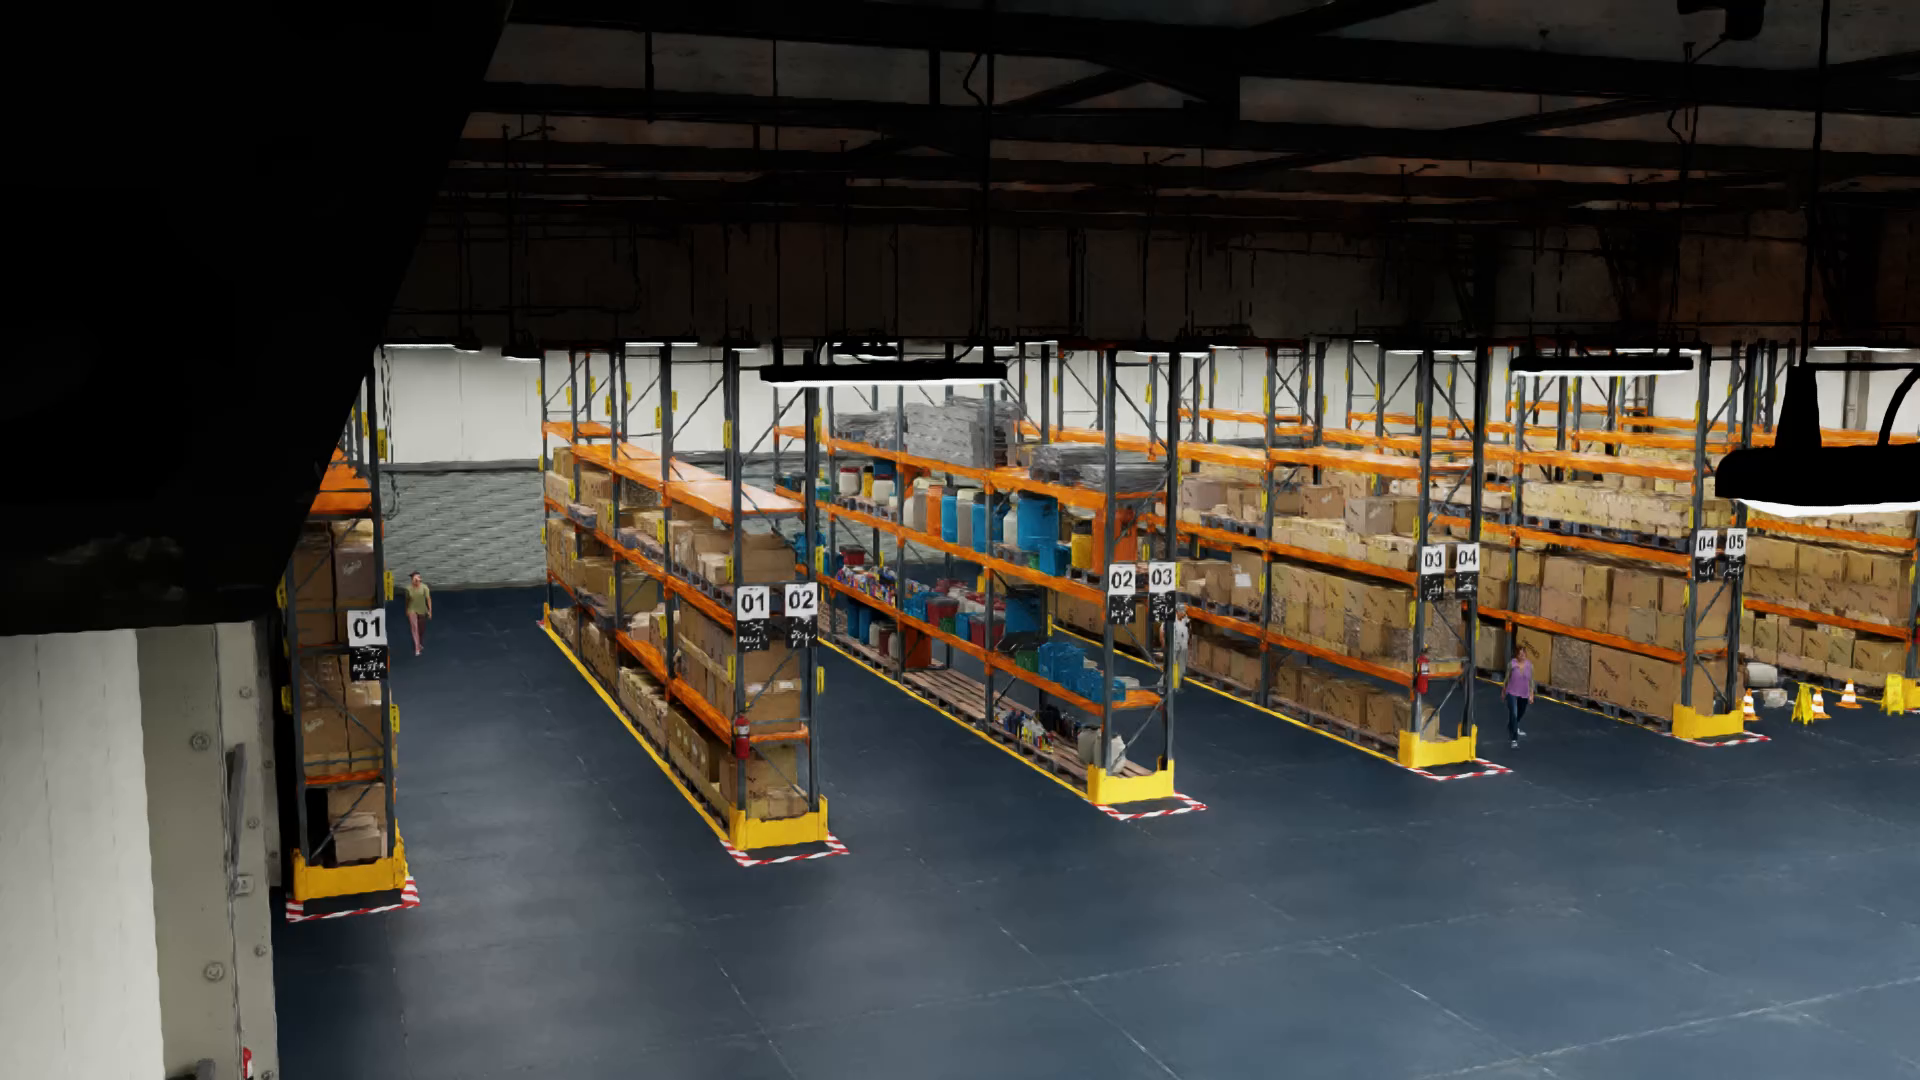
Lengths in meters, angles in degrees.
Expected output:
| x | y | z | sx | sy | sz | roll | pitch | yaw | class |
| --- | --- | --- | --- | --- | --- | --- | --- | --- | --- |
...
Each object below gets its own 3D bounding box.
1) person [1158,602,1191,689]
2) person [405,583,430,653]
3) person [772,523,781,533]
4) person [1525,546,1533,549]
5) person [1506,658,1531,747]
| x | y | z | sx | sy | sz | roll | pitch | yaw | class |
| --- | --- | --- | --- | --- | --- | --- | --- | --- | --- |
| 3.698 | 1.817 | 28.439 | 0.593 | 1.545 | 0.568 | -3 | 8 | -23 | person |
| -10.412 | 1.468 | 31.990 | 0.450 | 1.318 | 0.867 | -3 | 8 | -23 | person |
| -4.433 | -0.028 | 39.650 | 0.519 | 0.812 | 0.385 | -6 | 10 | -40 | person |
| 11.613 | 0.980 | 34.033 | 0.617 | 1.716 | 0.355 | 6 | 9 | 38 | person |
| 8.435 | 2.412 | 25.125 | 0.431 | 1.317 | 0.866 | 0 | 7 | -1 | person |
